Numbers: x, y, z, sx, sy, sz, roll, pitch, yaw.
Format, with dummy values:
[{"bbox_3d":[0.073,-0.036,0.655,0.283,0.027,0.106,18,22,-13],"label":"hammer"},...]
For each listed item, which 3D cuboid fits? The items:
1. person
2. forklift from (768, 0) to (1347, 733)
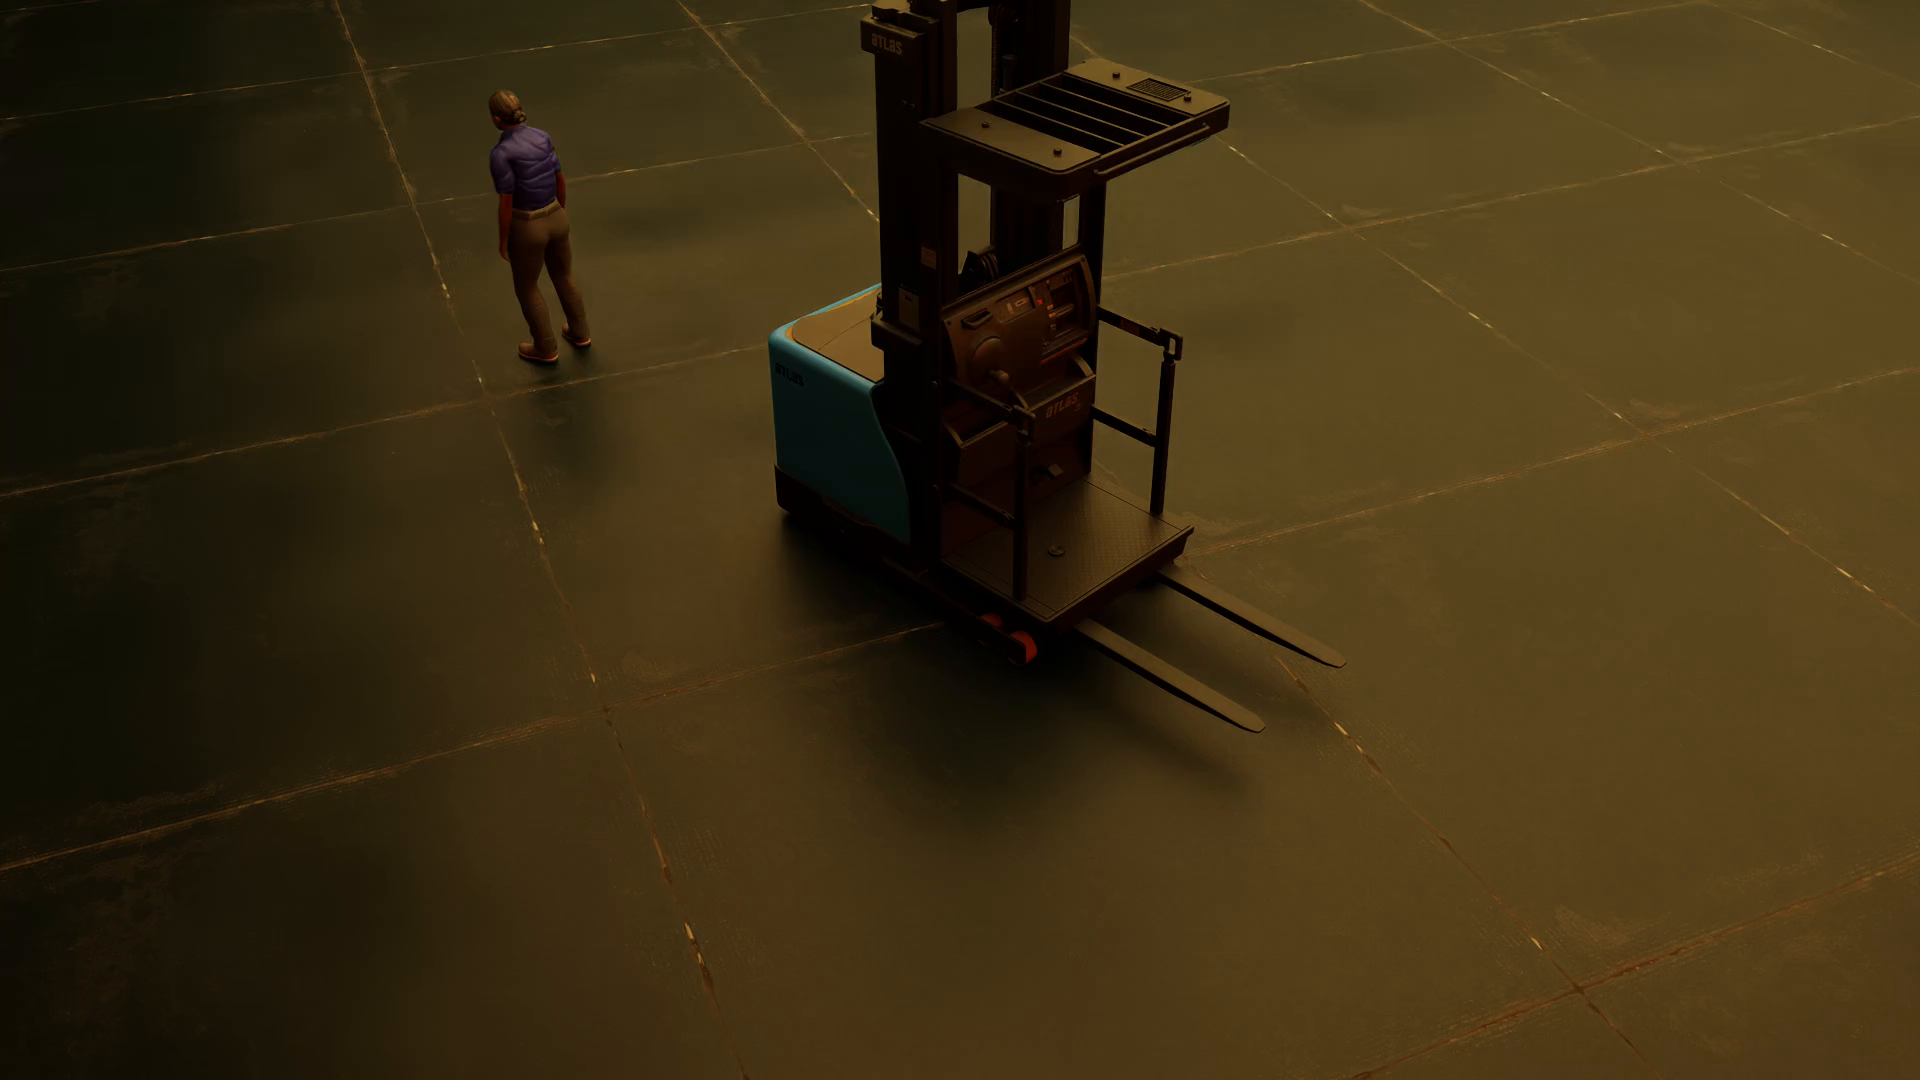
[{"bbox_3d":[-2.499,-1.843,9.794,0.348,1.655,0.532,24,42,30],"label":"person"},{"bbox_3d":[0.432,-0.946,7.429,3.031,2.935,1.130,30,45,35],"label":"forklift"}]
